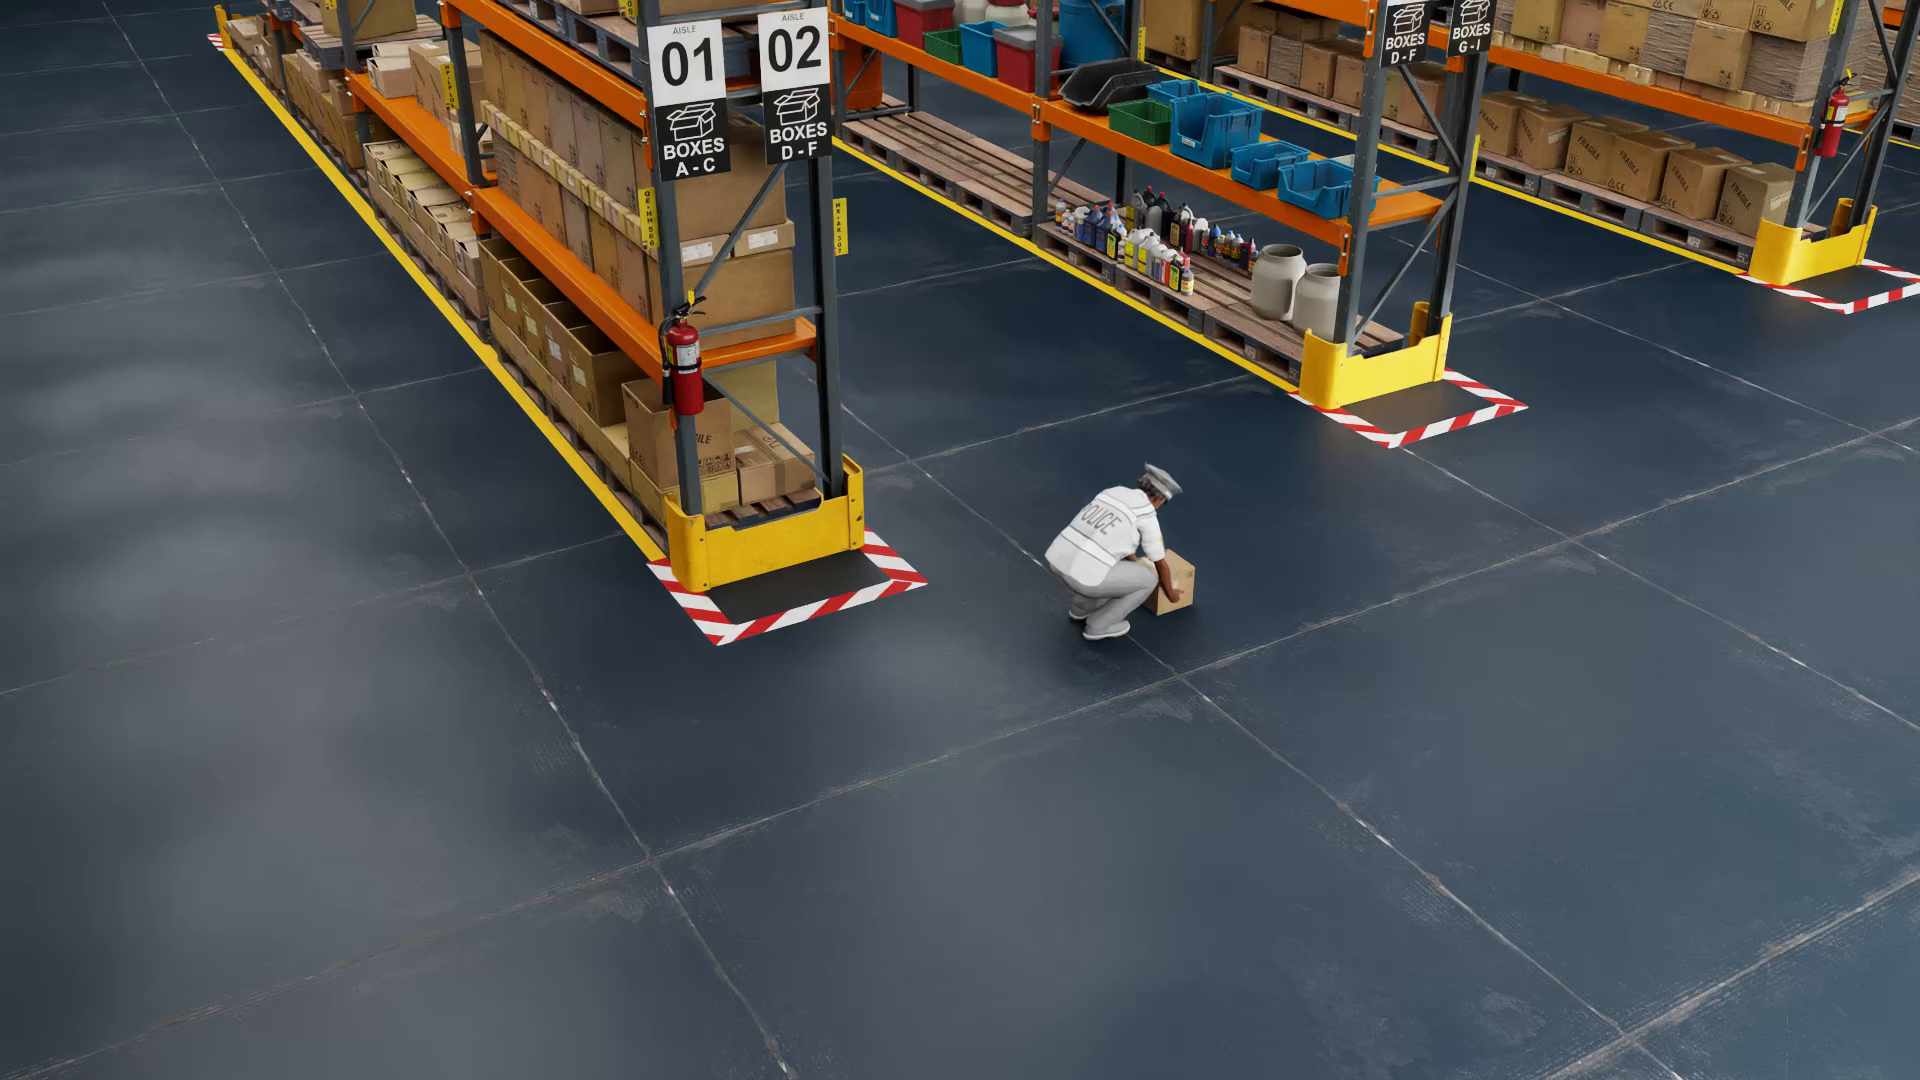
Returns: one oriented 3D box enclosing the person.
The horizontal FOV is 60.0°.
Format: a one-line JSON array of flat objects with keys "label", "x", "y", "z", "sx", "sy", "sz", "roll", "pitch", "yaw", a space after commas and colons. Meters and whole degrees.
[{"label": "person", "x": 0.879, "y": 0.063, "z": 9.273, "sx": 0.866, "sy": 0.865, "sz": 0.482, "roll": -16, "pitch": 33, "yaw": -26}]
